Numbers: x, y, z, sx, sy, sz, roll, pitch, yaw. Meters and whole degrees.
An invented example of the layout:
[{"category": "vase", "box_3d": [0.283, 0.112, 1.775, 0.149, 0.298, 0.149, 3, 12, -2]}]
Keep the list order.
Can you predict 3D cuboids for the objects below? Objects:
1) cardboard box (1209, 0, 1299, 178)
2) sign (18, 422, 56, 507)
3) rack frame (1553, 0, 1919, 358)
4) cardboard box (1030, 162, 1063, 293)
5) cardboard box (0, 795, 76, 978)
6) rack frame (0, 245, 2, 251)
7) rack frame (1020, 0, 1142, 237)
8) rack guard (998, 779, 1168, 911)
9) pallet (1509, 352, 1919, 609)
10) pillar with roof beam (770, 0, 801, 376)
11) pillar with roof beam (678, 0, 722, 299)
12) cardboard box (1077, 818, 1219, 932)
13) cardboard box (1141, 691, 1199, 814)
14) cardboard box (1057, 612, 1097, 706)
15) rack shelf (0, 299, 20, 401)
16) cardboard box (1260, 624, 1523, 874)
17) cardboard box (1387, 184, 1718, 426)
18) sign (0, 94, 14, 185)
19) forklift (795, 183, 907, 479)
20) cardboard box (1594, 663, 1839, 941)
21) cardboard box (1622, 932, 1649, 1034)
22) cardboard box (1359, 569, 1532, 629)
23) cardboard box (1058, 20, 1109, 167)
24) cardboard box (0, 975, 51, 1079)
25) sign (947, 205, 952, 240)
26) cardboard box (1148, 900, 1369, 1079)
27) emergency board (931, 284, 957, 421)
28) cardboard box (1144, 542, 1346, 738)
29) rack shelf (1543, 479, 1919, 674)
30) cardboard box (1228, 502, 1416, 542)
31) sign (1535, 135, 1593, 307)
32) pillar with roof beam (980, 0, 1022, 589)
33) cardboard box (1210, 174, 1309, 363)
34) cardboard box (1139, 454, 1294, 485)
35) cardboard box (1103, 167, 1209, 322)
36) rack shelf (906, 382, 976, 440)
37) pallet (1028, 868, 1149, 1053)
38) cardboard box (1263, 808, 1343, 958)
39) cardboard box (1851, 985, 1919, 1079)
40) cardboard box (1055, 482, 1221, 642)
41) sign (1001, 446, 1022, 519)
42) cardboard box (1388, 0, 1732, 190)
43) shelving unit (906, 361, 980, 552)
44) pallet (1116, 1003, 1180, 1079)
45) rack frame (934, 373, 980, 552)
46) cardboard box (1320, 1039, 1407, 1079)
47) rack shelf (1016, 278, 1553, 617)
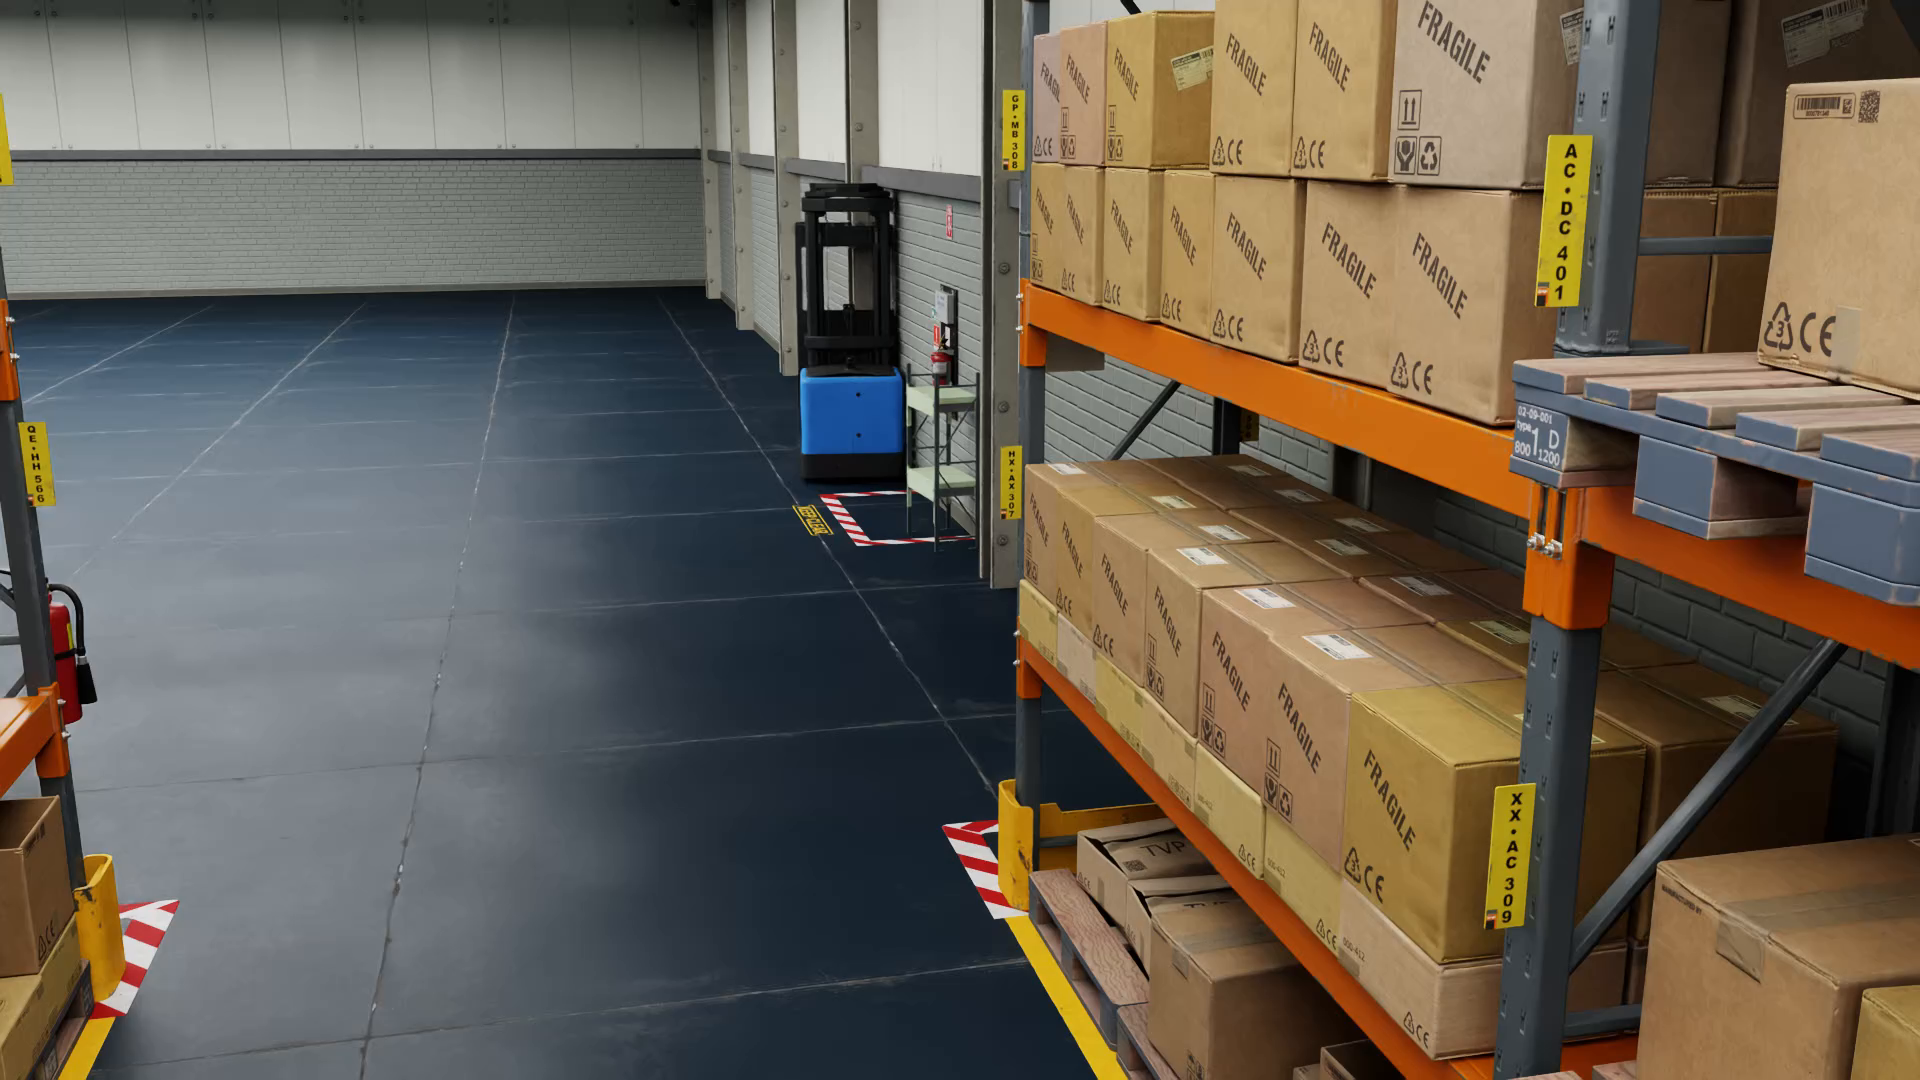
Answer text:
[{"category": "cardboard box", "box_3d": [1.043, -1.286, 4.691, 0.500, 0.500, 0.500, -4, 14, -15]}, {"category": "sign", "box_3d": [-3.527, -0.289, 6.351, 0.100, 0.325, 0.005, -3, 14, -13]}, {"category": "rack frame", "box_3d": [1.696, -1.853, 3.051, 1.000, 3.000, 0.127, -3, 14, -13]}, {"category": "cardboard box", "box_3d": [0.592, -1.286, 6.797, 0.500, 0.500, 0.500, -3, 14, -12]}, {"category": "cardboard box", "box_3d": [-3.643, 1.290, 6.155, 0.500, 0.500, 0.500, -3, 14, -13]}, {"category": "rack frame", "box_3d": [-4.058, -2.499, 5.694, 1.000, 3.000, 0.127, -3, 14, -13]}, {"category": "rack frame", "box_3d": [0.756, -2.776, 6.828, 1.000, 3.000, 0.127, -3, 14, -13]}, {"category": "rack guard", "box_3d": [0.774, 1.370, 7.765, 1.175, 0.500, 0.348, -3, 14, -13]}, {"category": "pallet", "box_3d": [1.737, -0.156, 2.822, 1.213, 0.211, 1.003, -3, 14, -13]}, {"category": "pillar with roof beam", "box_3d": [-6.651, -6.575, 22.379, 9.100, 9.000, 0.400, -3, 14, -13]}, {"category": "pillar with roof beam", "box_3d": [-9.469, -9.343, 33.710, 9.100, 9.000, 0.548, -3, 14, -13]}, {"category": "cardboard box", "box_3d": [0.831, 1.396, 7.133, 0.500, 0.311, 0.500, -5, 15, -20]}, {"category": "cardboard box", "box_3d": [0.928, 0.686, 5.575, 0.500, 0.250, 0.500, -3, 14, -13]}, {"category": "cardboard box", "box_3d": [0.698, 0.451, 6.535, 0.500, 0.250, 0.500, -4, 14, -15]}, {"category": "rack shelf", "box_3d": [-3.588, -0.231, 4.247, 1.077, 0.370, 4.000, -3, 14, -13]}, {"category": "cardboard box", "box_3d": [1.161, 0.554, 4.535, 0.500, 0.500, 0.500, -3, 14, -14]}, {"category": "cardboard box", "box_3d": [1.336, -0.557, 3.815, 0.500, 0.500, 0.500, -3, 14, -12]}, {"category": "sign", "box_3d": [-3.527, -1.460, 6.065, 0.100, 0.325, 0.005, -3, 14, -13]}, {"category": "forklift", "box_3d": [-1.199, -2.342, 17.836, 1.130, 2.935, 3.031, -1, 14, -5]}, {"category": "cardboard box", "box_3d": [1.788, 0.640, 4.181, 0.500, 0.500, 0.500, -4, 14, -14]}, {"category": "cardboard box", "box_3d": [1.794, 1.004, 4.271, 0.500, 0.250, 0.500, -3, 14, -13]}, {"category": "cardboard box", "box_3d": [1.559, 0.405, 5.142, 0.500, 0.500, 0.500, -3, 14, -12]}, {"category": "cardboard box", "box_3d": [0.679, -1.642, 6.147, 0.500, 0.500, 0.500, -3, 14, -14]}, {"category": "cardboard box", "box_3d": [-3.516, 1.769, 5.774, 0.500, 0.250, 0.500, -3, 14, -13]}, {"category": "sign", "box_3d": [-0.096, -2.838, 14.839, 0.001, 0.298, 0.199, -3, 14, -13]}, {"category": "cardboard box", "box_3d": [1.089, 1.607, 5.868, 0.700, 0.500, 0.500, -4, 14, -17]}, {"category": "emergency board", "box_3d": [-0.191, -1.705, 15.084, 0.194, 1.169, 0.643, -3, 14, -13]}, {"category": "cardboard box", "box_3d": [0.931, 0.317, 5.504, 0.500, 0.500, 0.500, -3, 14, -11]}, {"category": "rack shelf", "box_3d": [2.165, 0.415, 1.604, 1.077, 0.370, 4.000, -3, 14, -13]}, {"category": "cardboard box", "box_3d": [1.308, 0.170, 6.105, 0.500, 0.500, 0.500, -4, 14, -15]}, {"category": "sign", "box_3d": [1.170, -0.615, 3.214, 0.100, 0.325, 0.005, -3, 14, -13]}, {"category": "pillar with roof beam", "box_3d": [-3.832, -3.807, 11.048, 9.100, 9.000, 0.400, -3, 14, -13]}, {"category": "cardboard box", "box_3d": [1.063, -0.800, 4.808, 0.500, 0.500, 0.500, -4, 14, -15]}, {"category": "cardboard box", "box_3d": [1.073, -0.066, 7.070, 0.500, 0.500, 0.500, -3, 14, -14]}, {"category": "cardboard box", "box_3d": [0.809, -1.040, 5.792, 0.500, 0.500, 0.500, -3, 14, -11]}, {"category": "rack shelf", "box_3d": [-0.146, -1.104, 14.137, 0.431, 0.370, 0.720, -5, 15, -20]}, {"category": "pallet", "box_3d": [0.930, 1.700, 7.024, 1.003, 0.211, 1.213, -3, 14, -13]}, {"category": "cardboard box", "box_3d": [1.181, 0.917, 4.629, 0.500, 0.250, 0.500, -3, 14, -13]}, {"category": "cardboard box", "box_3d": [1.906, 1.048, 2.681, 0.700, 0.500, 0.500, -2, 14, -7]}, {"category": "cardboard box", "box_3d": [0.683, 0.079, 6.478, 0.500, 0.500, 0.500, -3, 14, -13]}, {"category": "sign", "box_3d": [0.229, -0.252, 7.313, 0.100, 0.325, 0.005, -3, 14, -13]}, {"category": "cardboard box", "box_3d": [1.314, -1.040, 3.685, 0.500, 0.500, 0.500, -5, 14, -18]}, {"category": "shelving unit", "box_3d": [-0.147, -0.724, 14.229, 0.431, 1.500, 0.755, -5, 15, -20]}, {"category": "pallet", "box_3d": [1.213, 1.981, 5.874, 1.003, 0.211, 1.213, -3, 14, -13]}, {"category": "rack frame", "box_3d": [-0.021, -0.643, 13.895, 0.400, 1.500, 0.023, -5, 15, -20]}, {"category": "cardboard box", "box_3d": [1.413, 1.825, 4.978, 0.500, 0.500, 0.500, -4, 14, -17]}, {"category": "rack shelf", "box_3d": [1.226, -0.508, 5.381, 1.077, 0.370, 4.000, -3, 14, -13]}]
